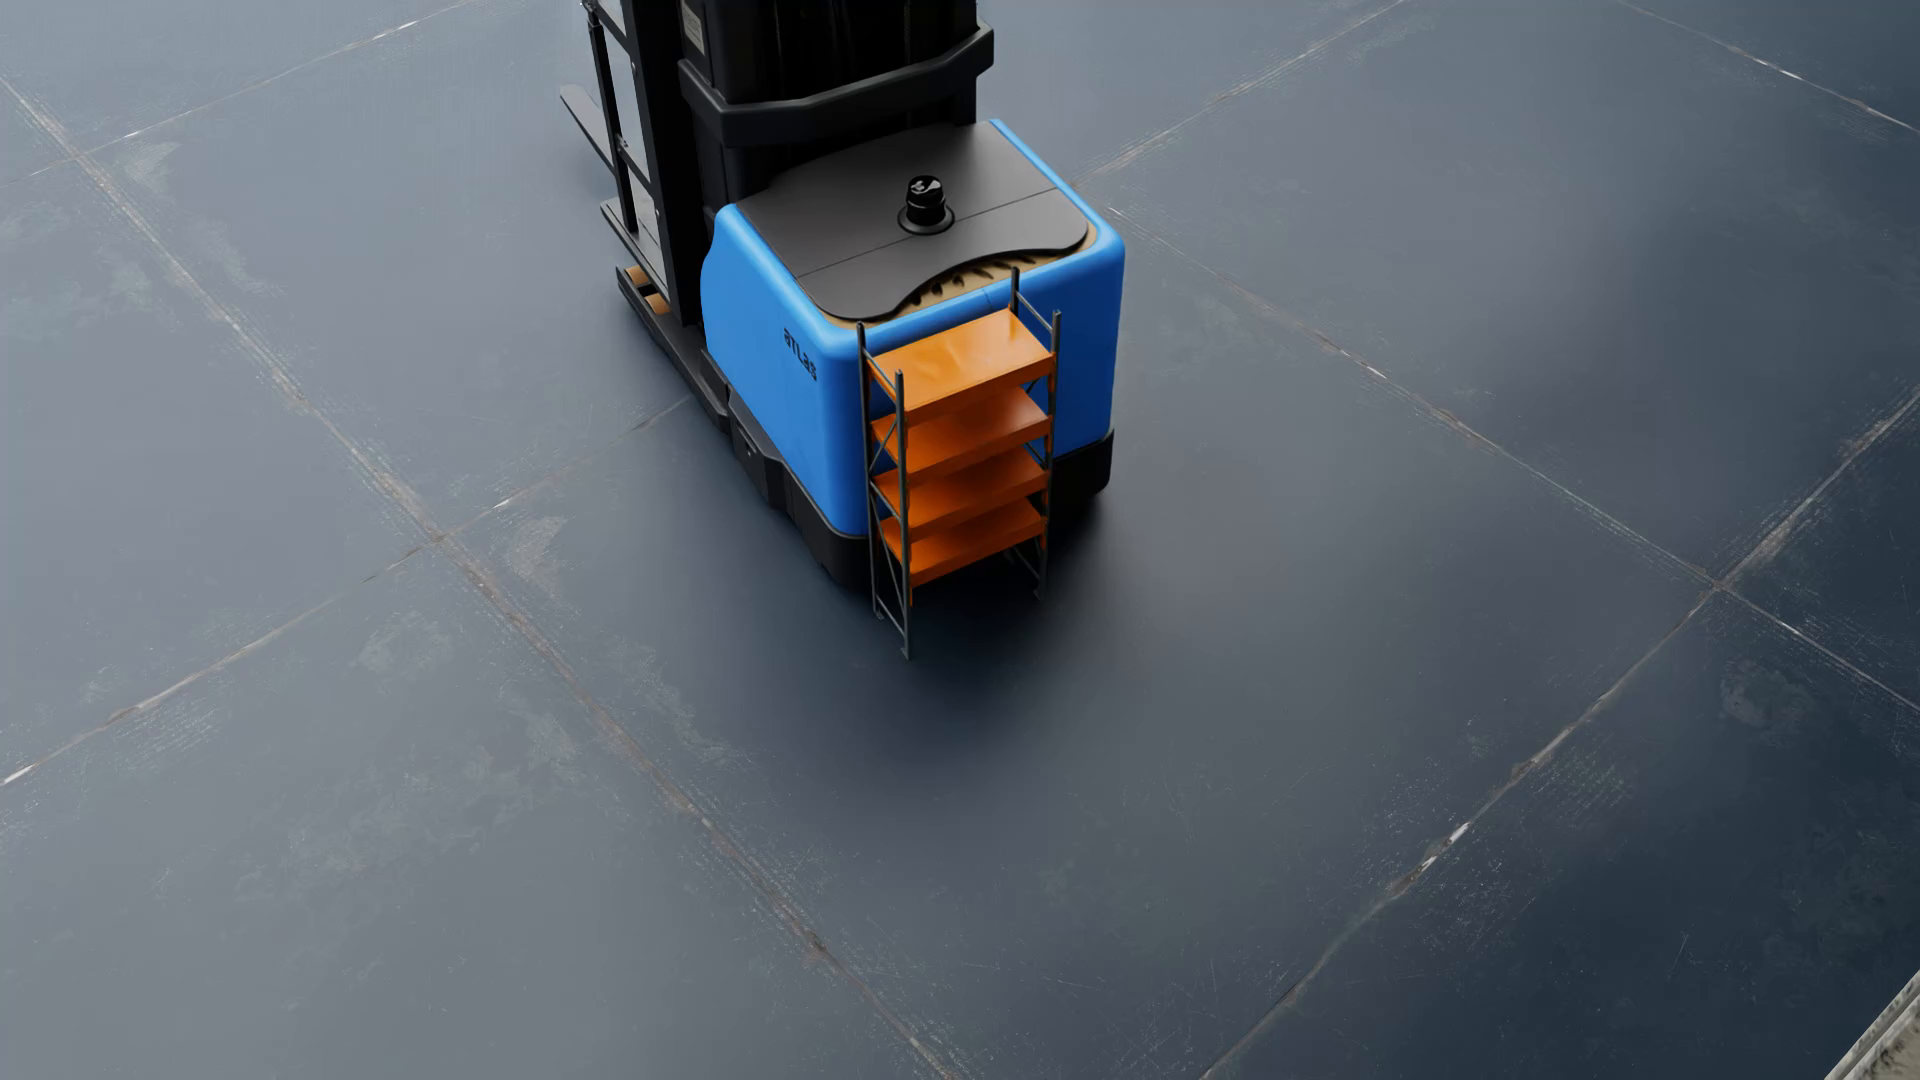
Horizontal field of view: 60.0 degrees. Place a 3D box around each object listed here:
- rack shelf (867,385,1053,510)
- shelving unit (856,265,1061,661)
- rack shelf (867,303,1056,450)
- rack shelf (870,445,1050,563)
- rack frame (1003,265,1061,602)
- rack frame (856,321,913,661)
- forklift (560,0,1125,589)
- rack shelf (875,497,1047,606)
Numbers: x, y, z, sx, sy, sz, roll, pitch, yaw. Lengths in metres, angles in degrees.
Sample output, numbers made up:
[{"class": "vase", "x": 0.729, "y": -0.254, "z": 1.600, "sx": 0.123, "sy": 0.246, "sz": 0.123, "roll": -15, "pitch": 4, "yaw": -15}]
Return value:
[{"class": "rack shelf", "x": -0.002, "y": -0.301, "z": 4.827, "sx": 0.480, "sy": 0.148, "sz": 0.258, "roll": -23, "pitch": 51, "yaw": -20}, {"class": "shelving unit", "x": -0.002, "y": -0.195, "z": 4.942, "sx": 0.503, "sy": 1.200, "sz": 0.258, "roll": -23, "pitch": 51, "yaw": -20}, {"class": "rack shelf", "x": -0.002, "y": -0.461, "z": 4.653, "sx": 0.480, "sy": 0.148, "sz": 0.258, "roll": -23, "pitch": 51, "yaw": -20}, {"class": "rack shelf", "x": -0.002, "y": -0.149, "z": 4.992, "sx": 0.480, "sy": 0.148, "sz": 0.258, "roll": -23, "pitch": 51, "yaw": -20}, {"class": "rack frame", "x": 0.209, "y": -0.284, "z": 5.024, "sx": 0.015, "sy": 1.200, "sz": 0.240, "roll": -23, "pitch": 51, "yaw": -20}, {"class": "rack frame", "x": -0.214, "y": -0.106, "z": 4.860, "sx": 0.015, "sy": 1.200, "sz": 0.240, "roll": -23, "pitch": 51, "yaw": -20}, {"class": "forklift", "x": -0.655, "y": -1.915, "z": 5.352, "sx": 1.130, "sy": 2.935, "sz": 3.031, "roll": -23, "pitch": 51, "yaw": -20}, {"class": "rack shelf", "x": -0.002, "y": -0.015, "z": 5.138, "sx": 0.480, "sy": 0.148, "sz": 0.258, "roll": -23, "pitch": 51, "yaw": -20}]
